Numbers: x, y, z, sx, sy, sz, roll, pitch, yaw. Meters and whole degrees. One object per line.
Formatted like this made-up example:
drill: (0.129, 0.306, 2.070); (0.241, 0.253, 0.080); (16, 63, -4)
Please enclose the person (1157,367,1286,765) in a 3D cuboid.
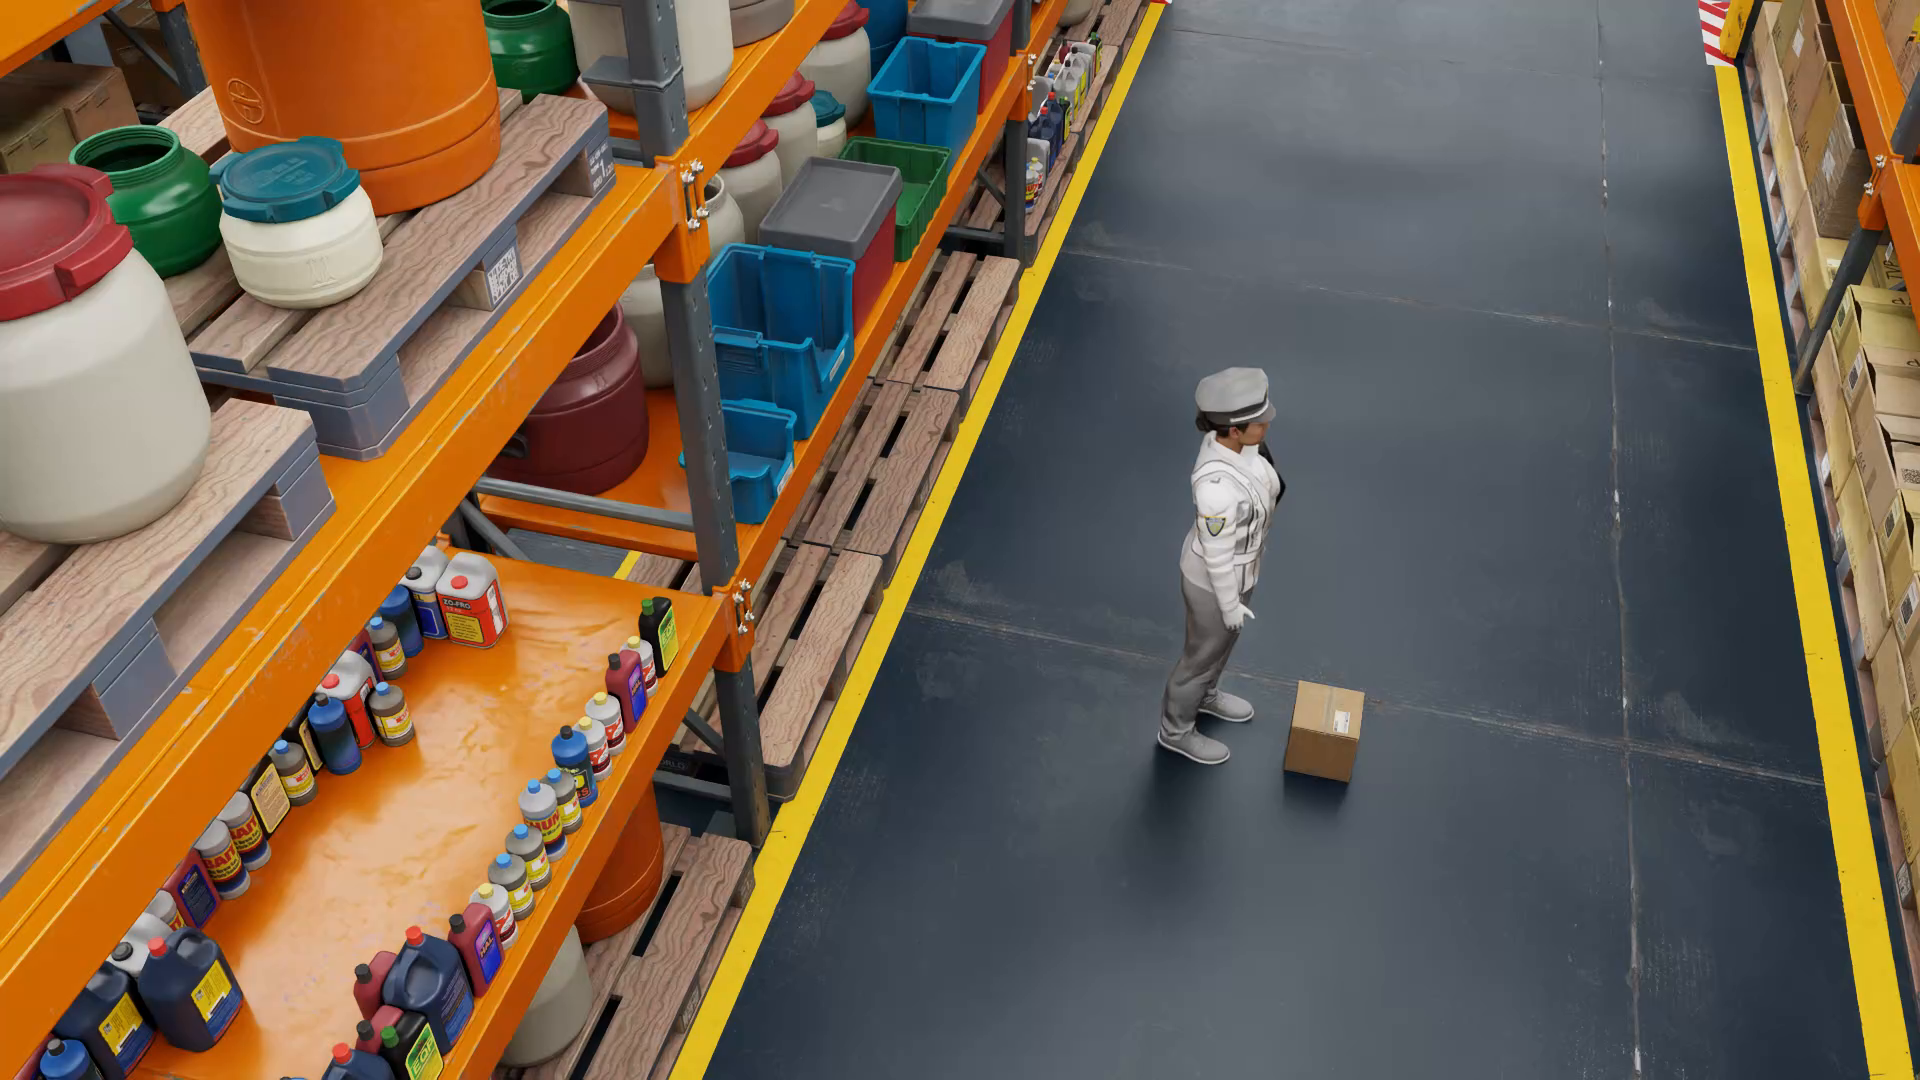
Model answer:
person: (0.959, 0.115, 6.017); (0.362, 1.691, 0.462); (11, 42, 12)
